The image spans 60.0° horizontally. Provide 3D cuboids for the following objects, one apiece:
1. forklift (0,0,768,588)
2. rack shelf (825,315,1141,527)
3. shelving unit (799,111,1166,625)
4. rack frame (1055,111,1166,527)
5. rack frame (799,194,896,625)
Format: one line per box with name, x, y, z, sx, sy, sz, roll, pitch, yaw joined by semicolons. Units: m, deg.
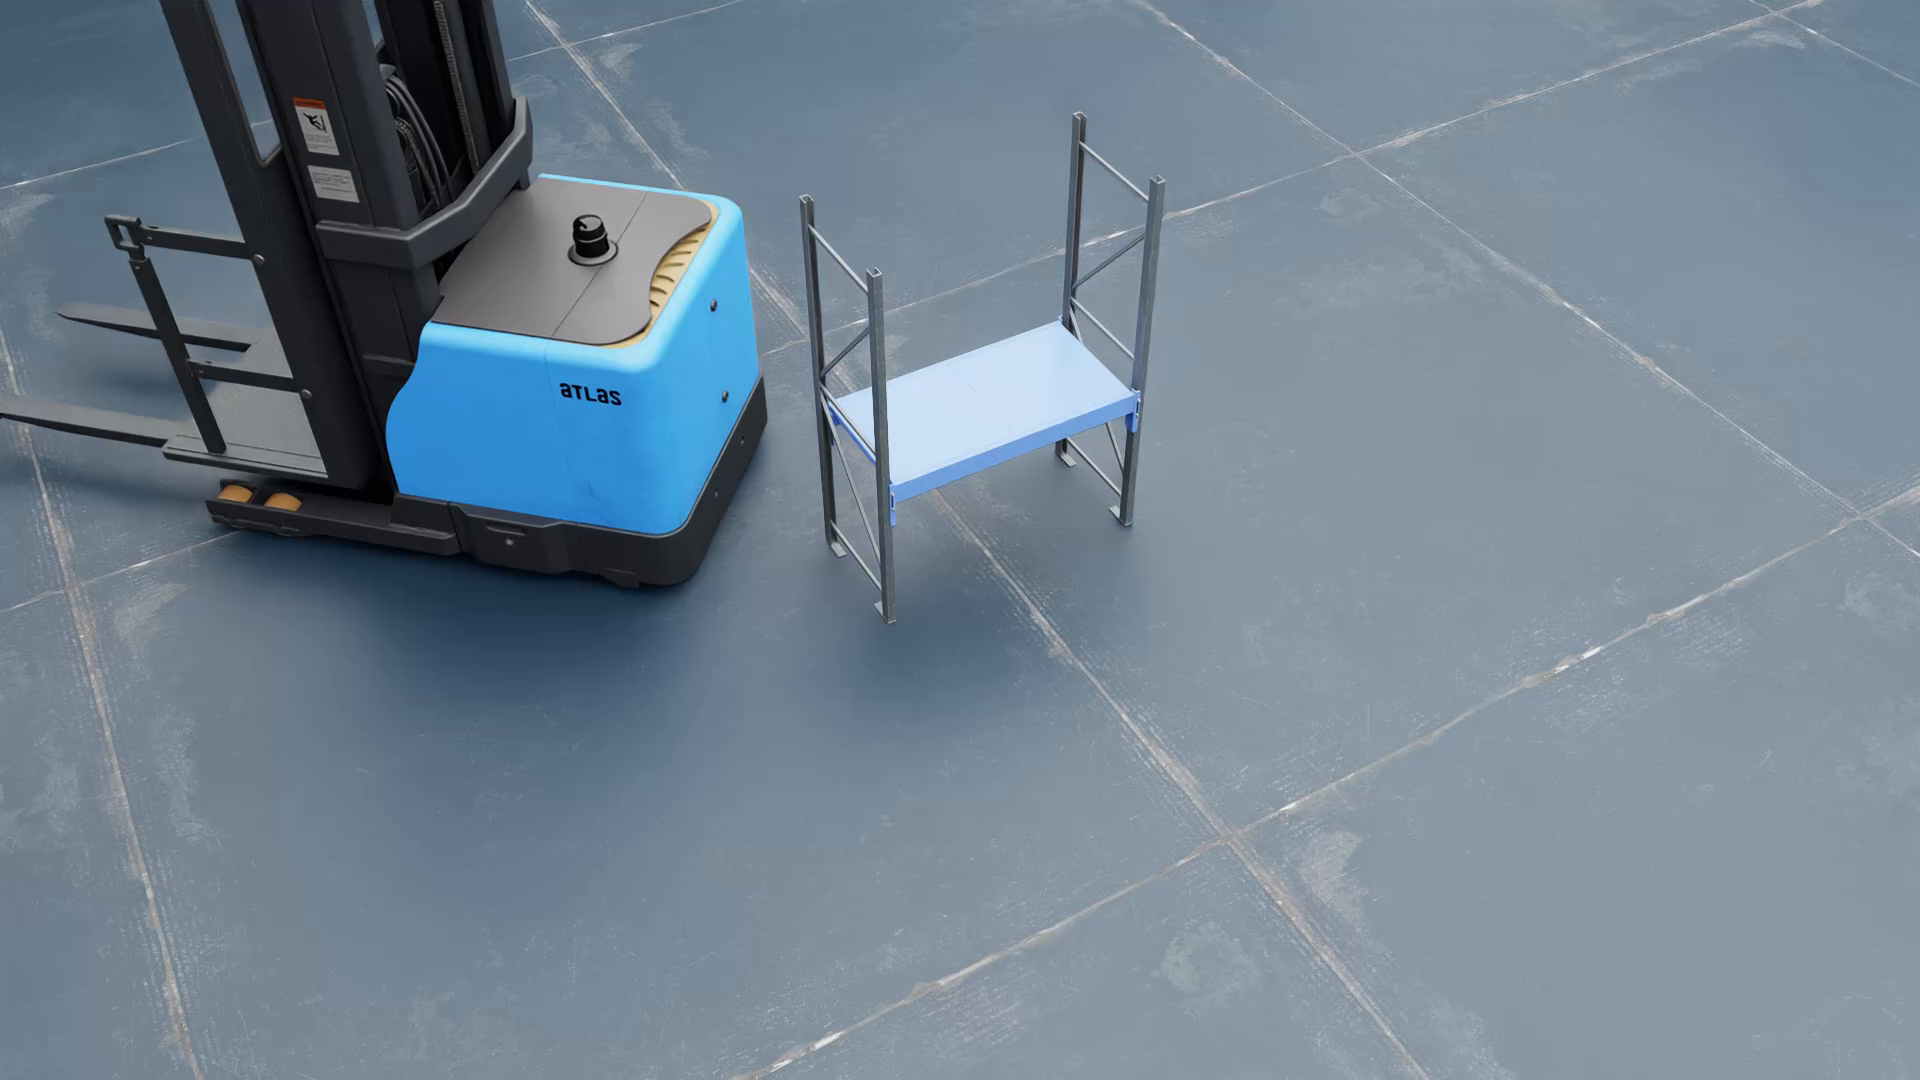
forklift;-2.340;-1.414;5.603;3.031;2.935;1.130;9;45;9
rack shelf;0.074;-0.439;5.883;1.000;0.185;0.538;-22;48;-21
shelving unit;0.074;-0.568;5.758;1.048;1.500;0.538;-22;48;-21
rack frame;0.515;-0.744;5.940;0.032;1.500;0.500;-22;48;-21
rack frame;-0.367;-0.391;5.576;0.032;1.500;0.500;-22;48;-21
